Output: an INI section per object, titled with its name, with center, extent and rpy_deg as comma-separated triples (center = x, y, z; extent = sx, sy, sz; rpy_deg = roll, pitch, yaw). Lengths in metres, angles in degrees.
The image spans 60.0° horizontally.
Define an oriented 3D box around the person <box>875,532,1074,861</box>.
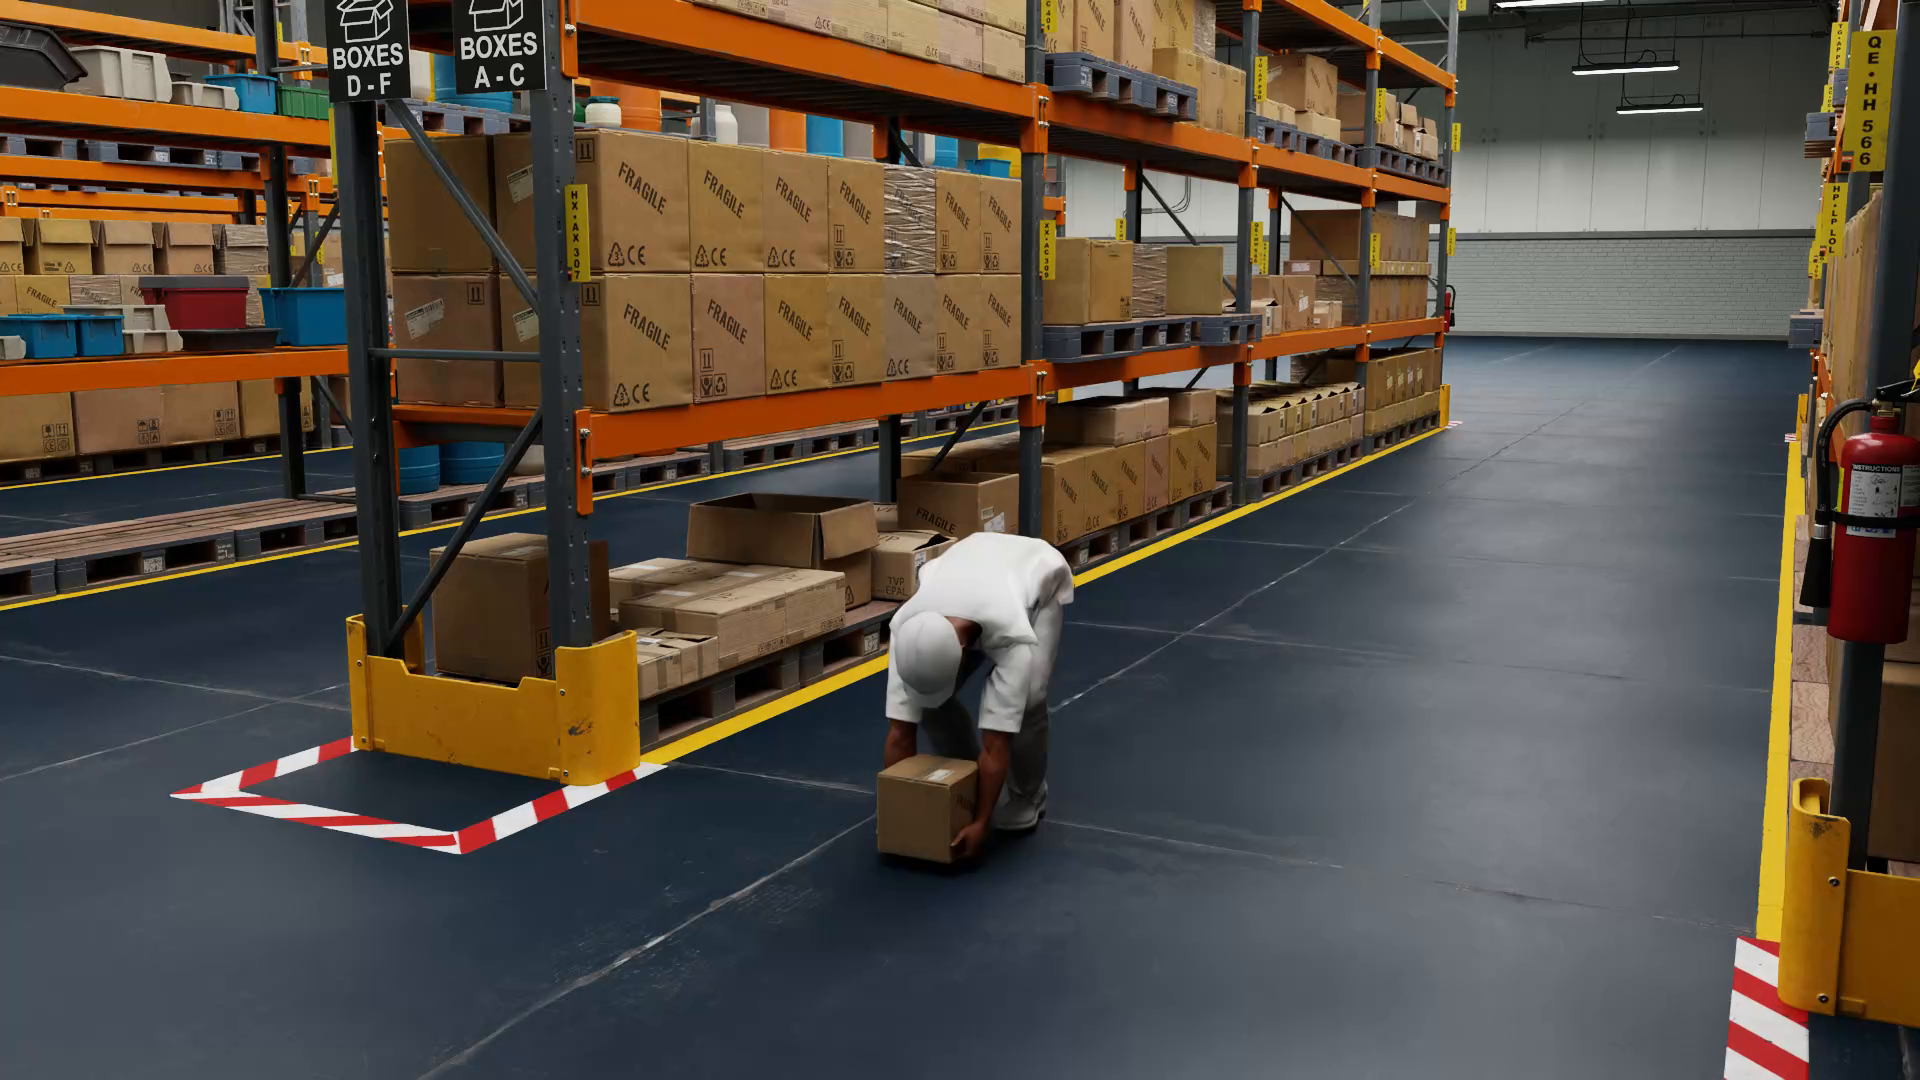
[person]
center = 0.054, 0.479, 5.354
extent = 0.502, 0.952, 0.973
rpy_deg = 4, 10, 23
